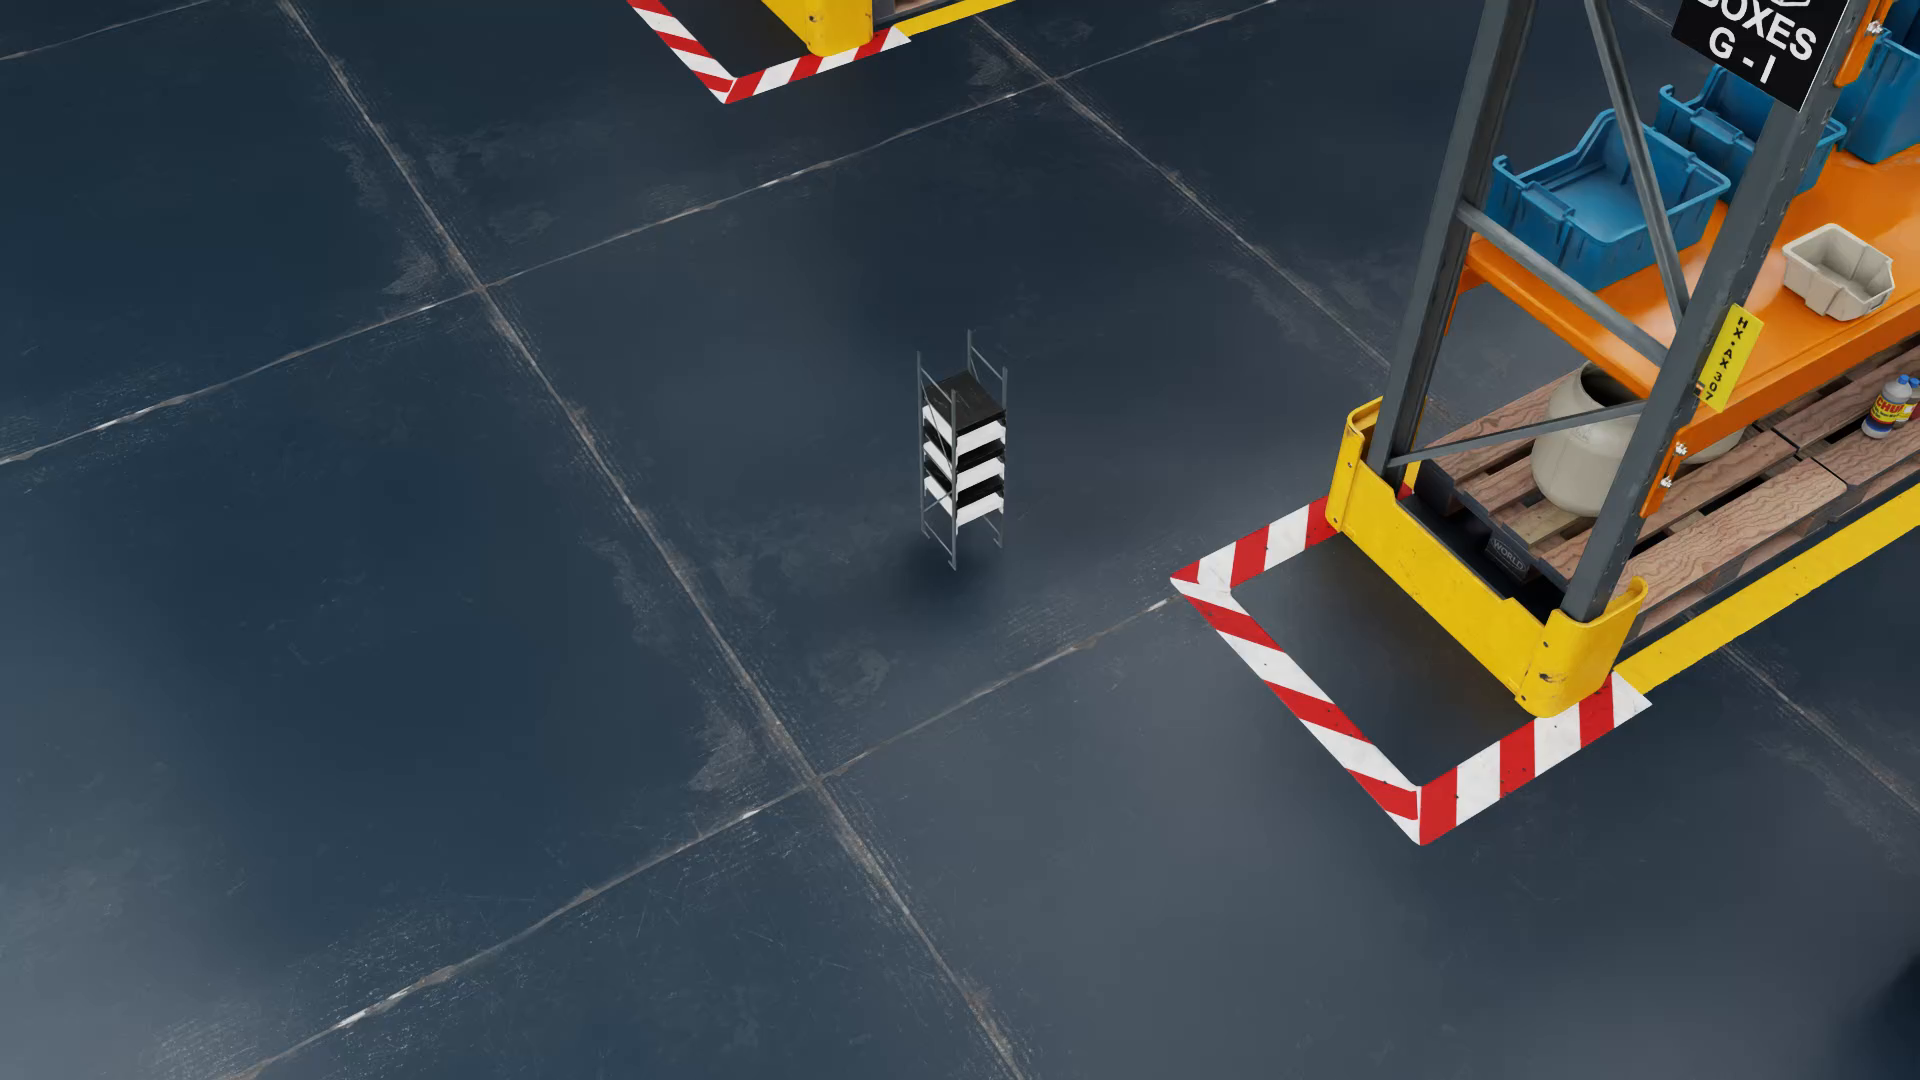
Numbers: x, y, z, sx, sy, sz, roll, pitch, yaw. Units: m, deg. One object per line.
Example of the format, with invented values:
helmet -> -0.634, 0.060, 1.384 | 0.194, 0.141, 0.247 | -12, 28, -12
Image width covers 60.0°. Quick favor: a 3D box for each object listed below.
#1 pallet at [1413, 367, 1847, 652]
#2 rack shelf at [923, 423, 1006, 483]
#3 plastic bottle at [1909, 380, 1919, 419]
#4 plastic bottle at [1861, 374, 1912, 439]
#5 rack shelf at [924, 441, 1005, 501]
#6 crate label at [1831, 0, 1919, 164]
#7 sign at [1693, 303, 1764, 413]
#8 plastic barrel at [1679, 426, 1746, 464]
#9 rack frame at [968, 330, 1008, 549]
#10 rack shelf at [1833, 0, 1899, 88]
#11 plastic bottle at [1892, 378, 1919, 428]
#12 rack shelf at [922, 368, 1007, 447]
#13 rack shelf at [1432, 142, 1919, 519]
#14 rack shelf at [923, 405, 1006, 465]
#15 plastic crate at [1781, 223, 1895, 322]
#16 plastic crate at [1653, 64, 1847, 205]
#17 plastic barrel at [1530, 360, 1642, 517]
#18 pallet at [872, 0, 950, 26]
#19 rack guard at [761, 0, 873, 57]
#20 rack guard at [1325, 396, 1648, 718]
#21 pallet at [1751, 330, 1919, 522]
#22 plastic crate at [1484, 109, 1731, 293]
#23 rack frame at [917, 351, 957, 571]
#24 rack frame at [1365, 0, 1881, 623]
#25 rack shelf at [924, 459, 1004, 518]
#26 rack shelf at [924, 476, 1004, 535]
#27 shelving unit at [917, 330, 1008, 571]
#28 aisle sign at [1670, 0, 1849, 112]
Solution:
pallet -> 2.512, -0.198, 6.285 | 1.213, 0.211, 1.003 | -25, 53, -21
rack shelf -> 0.007, -0.340, 5.874 | 0.200, 0.077, 0.258 | -25, 53, -21
plastic bottle -> 3.683, -0.593, 6.293 | 0.133, 0.283, 0.061 | -24, 53, -20
plastic bottle -> 3.482, -0.510, 6.228 | 0.097, 0.271, 0.097 | 0, 48, 0
rack shelf -> 0.007, -0.280, 5.942 | 0.200, 0.077, 0.258 | -25, 53, -21
crate label -> 3.195, -1.661, 5.697 | 0.616, 0.435, 0.502 | -25, 53, -21
sign -> 2.072, -0.488, 4.491 | 0.005, 0.325, 0.100 | -25, 53, -21
plastic barrel -> 2.722, -0.568, 6.132 | 0.421, 0.512, 0.421 | 0, 48, 0
rack frame -> 0.093, -0.343, 5.953 | 0.006, 0.900, 0.240 | -25, 53, -21
rack shelf -> 3.474, -2.301, 4.763 | 4.000, 0.370, 1.077 | -25, 53, -21
plastic bottle -> 3.570, -0.528, 6.291 | 0.097, 0.201, 0.097 | 0, 48, 0
rack shelf -> 0.007, -0.460, 5.740 | 0.200, 0.077, 0.258 | -25, 53, -21
rack shelf -> 3.474, -1.303, 5.884 | 4.000, 0.370, 1.077 | -25, 53, -21
rack shelf -> 0.007, -0.400, 5.807 | 0.200, 0.077, 0.258 | -25, 53, -21
plastic crate -> 2.711, -0.811, 5.140 | 0.250, 0.136, 0.298 | -25, 53, -21
plastic crate -> 2.598, -1.340, 5.534 | 0.408, 0.251, 0.499 | -25, 53, -21
plastic barrel -> 2.298, -0.368, 5.954 | 0.421, 0.512, 0.421 | 0, 48, 0
pallet -> -0.233, -3.279, 9.029 | 1.213, 0.211, 1.003 | -25, 53, -21
rack guard -> -0.878, -3.034, 8.618 | 0.348, 0.500, 1.175 | -25, 53, -21
rack guard -> 1.822, 0.026, 5.892 | 0.348, 0.500, 1.175 | -25, 53, -21
pallet -> 3.542, -0.681, 6.715 | 1.213, 0.211, 1.003 | -25, 53, -21
plastic crate -> 2.046, -1.084, 5.307 | 0.616, 0.251, 0.499 | -25, 53, -21
rack frame -> -0.079, -0.262, 5.881 | 0.006, 0.900, 0.240 | -25, 53, -21
rack frame -> 1.783, -0.745, 4.905 | 0.127, 3.000, 1.000 | -25, 53, -21
rack shelf -> 0.007, -0.220, 6.009 | 0.200, 0.077, 0.258 | -25, 53, -21
rack shelf -> 0.007, -0.161, 6.076 | 0.200, 0.077, 0.258 | -25, 53, -21
shelving unit -> 0.007, -0.302, 5.917 | 0.210, 0.900, 0.258 | -25, 53, -21
aisle sign -> 1.878, -1.396, 3.744 | 0.004, 0.787, 0.394 | -25, 53, -21
